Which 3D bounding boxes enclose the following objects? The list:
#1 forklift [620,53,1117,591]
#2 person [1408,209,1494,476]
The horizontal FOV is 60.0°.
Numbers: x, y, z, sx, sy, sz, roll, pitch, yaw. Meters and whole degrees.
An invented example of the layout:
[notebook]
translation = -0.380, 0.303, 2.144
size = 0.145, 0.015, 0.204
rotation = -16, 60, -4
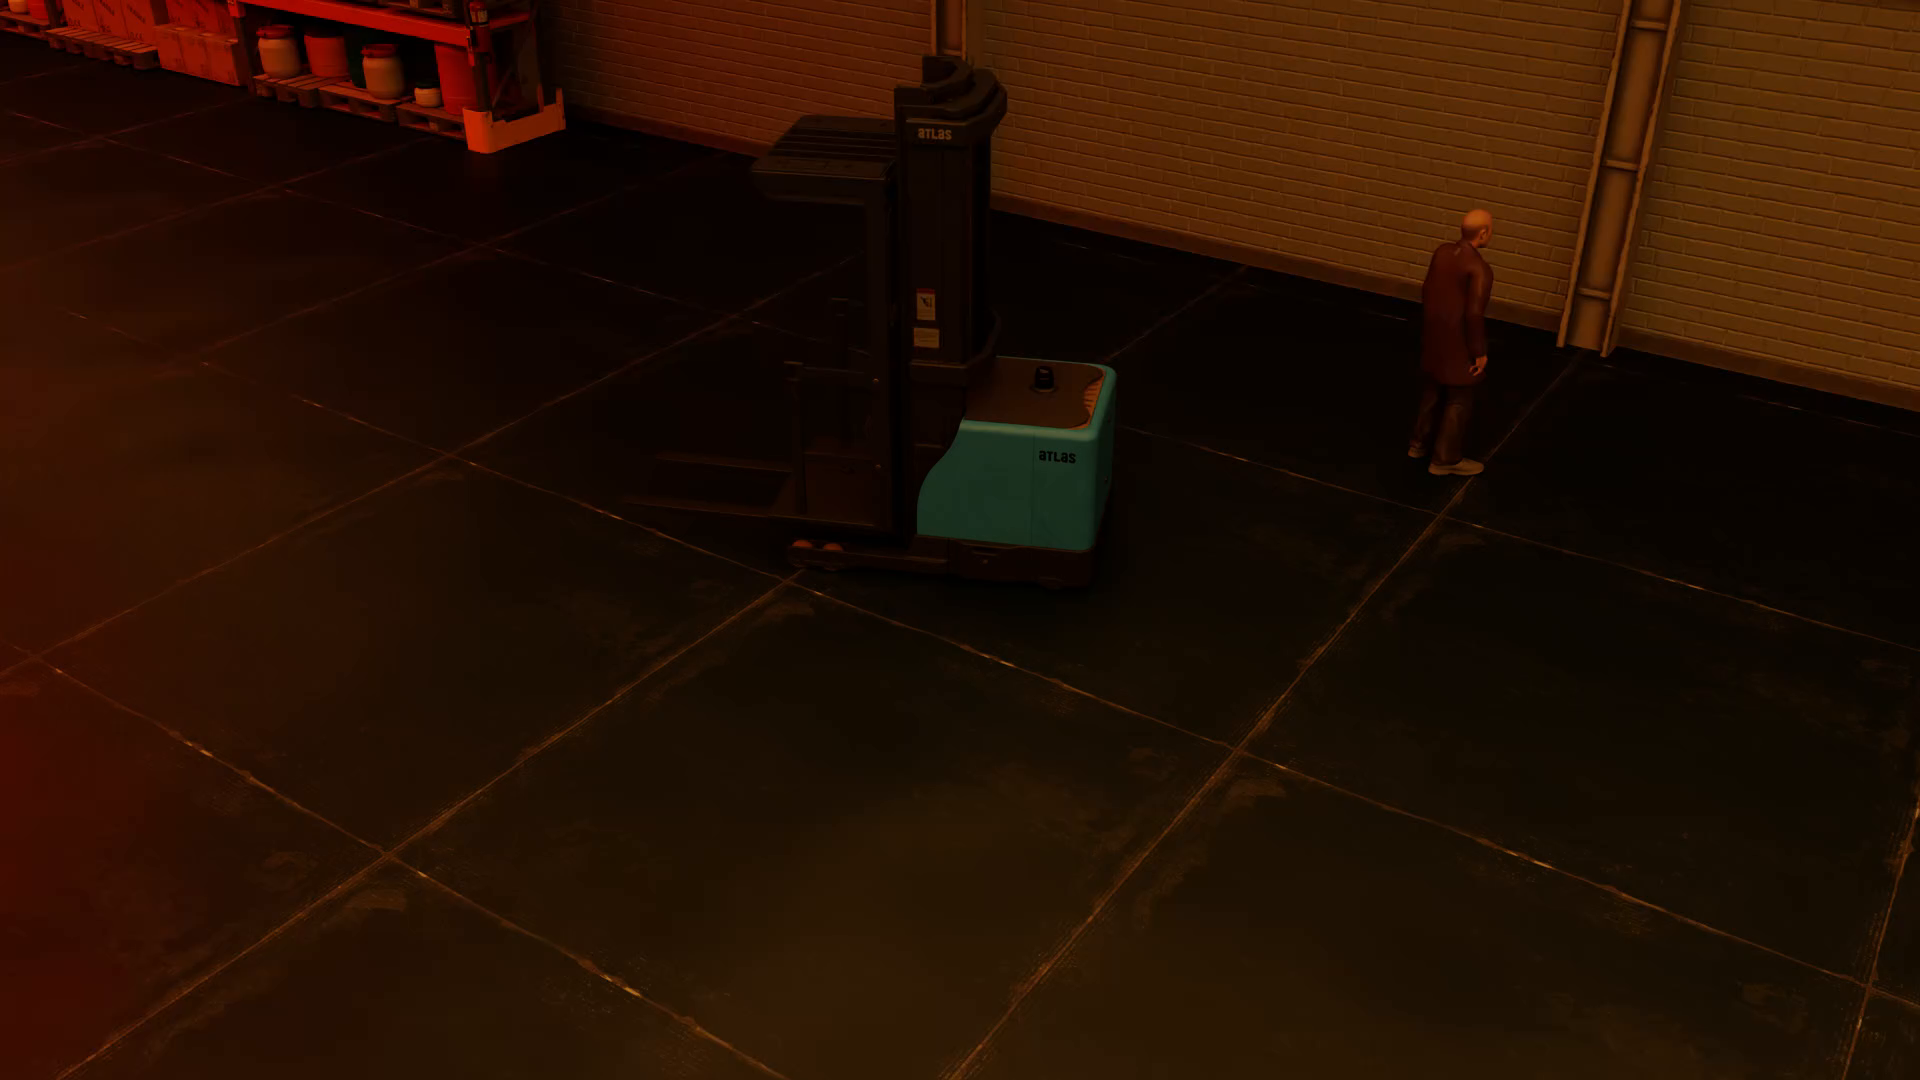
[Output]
[forklift]
translation = -0.596, -1.330, 9.871
size = 3.031, 2.935, 1.130
rotation = 6, 31, 10
[person]
translation = 3.274, -1.316, 11.002
size = 0.435, 1.772, 0.643
rotation = -10, 32, -17
